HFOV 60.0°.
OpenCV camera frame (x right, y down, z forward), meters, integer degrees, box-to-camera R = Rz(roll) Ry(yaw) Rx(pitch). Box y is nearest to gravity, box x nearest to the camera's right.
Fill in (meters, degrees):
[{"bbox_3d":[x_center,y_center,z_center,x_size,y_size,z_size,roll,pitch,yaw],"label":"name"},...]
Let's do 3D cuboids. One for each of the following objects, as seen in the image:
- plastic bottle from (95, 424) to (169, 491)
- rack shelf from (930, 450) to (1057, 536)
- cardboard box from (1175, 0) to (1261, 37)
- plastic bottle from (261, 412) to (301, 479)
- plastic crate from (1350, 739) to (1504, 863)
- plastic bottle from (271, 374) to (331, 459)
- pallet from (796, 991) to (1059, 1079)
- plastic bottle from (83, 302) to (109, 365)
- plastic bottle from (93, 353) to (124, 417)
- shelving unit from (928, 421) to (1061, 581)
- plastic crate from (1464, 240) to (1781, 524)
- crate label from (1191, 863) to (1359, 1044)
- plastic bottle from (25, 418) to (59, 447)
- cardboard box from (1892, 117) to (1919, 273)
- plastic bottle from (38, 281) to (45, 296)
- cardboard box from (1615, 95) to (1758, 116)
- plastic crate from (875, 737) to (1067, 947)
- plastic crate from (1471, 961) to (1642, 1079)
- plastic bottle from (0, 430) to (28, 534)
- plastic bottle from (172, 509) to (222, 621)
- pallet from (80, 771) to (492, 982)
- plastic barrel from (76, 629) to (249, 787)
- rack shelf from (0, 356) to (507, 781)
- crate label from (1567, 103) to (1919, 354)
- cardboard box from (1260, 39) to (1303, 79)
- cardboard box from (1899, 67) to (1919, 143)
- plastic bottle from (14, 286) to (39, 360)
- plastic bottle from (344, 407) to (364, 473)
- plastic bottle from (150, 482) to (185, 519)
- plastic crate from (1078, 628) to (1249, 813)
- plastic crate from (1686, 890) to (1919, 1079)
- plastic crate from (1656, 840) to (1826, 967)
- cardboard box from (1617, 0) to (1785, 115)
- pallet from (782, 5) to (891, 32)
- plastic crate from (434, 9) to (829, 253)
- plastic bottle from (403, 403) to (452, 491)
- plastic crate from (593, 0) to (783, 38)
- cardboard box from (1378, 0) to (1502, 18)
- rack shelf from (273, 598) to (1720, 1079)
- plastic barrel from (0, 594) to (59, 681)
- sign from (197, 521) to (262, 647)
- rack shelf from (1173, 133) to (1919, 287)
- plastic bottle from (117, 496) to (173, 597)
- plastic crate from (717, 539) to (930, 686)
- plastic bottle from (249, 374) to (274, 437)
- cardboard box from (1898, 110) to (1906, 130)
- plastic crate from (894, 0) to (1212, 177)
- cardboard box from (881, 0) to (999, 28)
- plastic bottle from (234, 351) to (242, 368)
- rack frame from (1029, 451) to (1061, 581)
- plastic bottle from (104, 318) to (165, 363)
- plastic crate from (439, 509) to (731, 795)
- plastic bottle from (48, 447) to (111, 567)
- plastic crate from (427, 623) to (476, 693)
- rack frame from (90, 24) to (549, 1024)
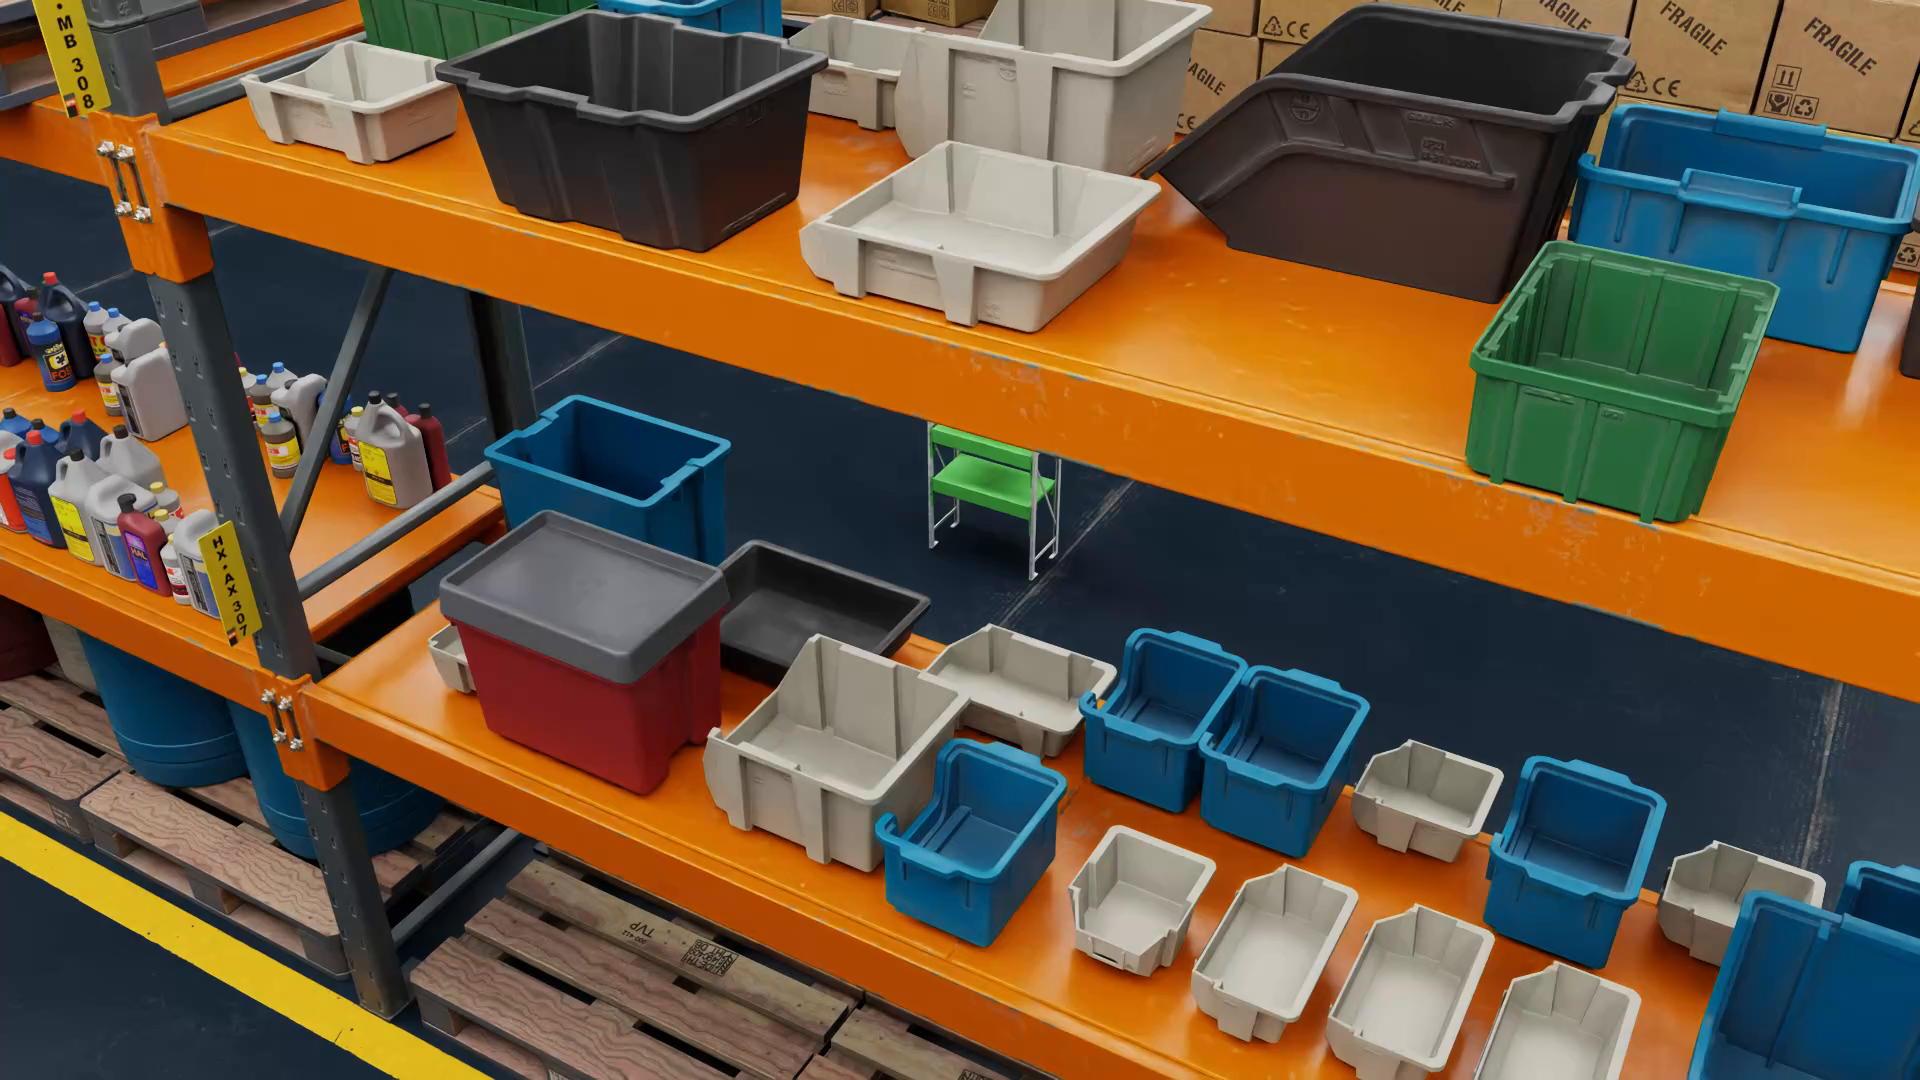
[{"bbox_3d":[-2.424,-0.182,4.862,0.185,0.351,0.144,18,37,24],"label":"plastic bottle"},{"bbox_3d":[0.144,-0.201,7.018,0.480,0.148,0.258,18,37,24],"label":"rack shelf"},{"bbox_3d":[1.195,-2.614,7.476,0.500,0.500,0.500,19,38,26],"label":"cardboard box"},{"bbox_3d":[-2.112,-0.302,5.176,0.097,0.201,0.097,0,34,0],"label":"plastic bottle"},{"bbox_3d":[1.060,0.606,3.818,0.298,0.136,0.250,18,37,24],"label":"plastic crate"},{"bbox_3d":[-2.066,-0.398,5.253,0.135,0.276,0.152,18,37,24],"label":"plastic bottle"},{"bbox_3d":[0.185,1.641,4.595,1.213,0.211,1.003,18,37,24],"label":"pallet"},{"bbox_3d":[-2.925,-0.686,5.689,0.097,0.271,0.097,0,34,0],"label":"plastic bottle"},{"bbox_3d":[-2.799,-0.519,5.503,0.097,0.201,0.097,0,34,0],"label":"plastic bottle"},{"bbox_3d":[0.144,-0.454,6.849,0.503,1.200,0.258,18,37,24],"label":"shelving unit"},{"bbox_3d":[0.939,-0.232,2.377,0.336,0.188,0.450,18,37,24],"label":"plastic crate"},{"bbox_3d":[0.641,0.858,3.439,0.243,0.136,0.396,18,37,24],"label":"crate label"},{"bbox_3d":[-2.747,-0.242,5.023,0.097,0.271,0.097,0,34,0],"label":"plastic bottle"},{"bbox_3d":[3.874,-1.355,6.488,0.500,0.500,0.500,19,38,26],"label":"cardboard box"},{"bbox_3d":[-3.177,-0.782,5.823,0.133,0.283,0.061,18,37,24],"label":"plastic bottle"},{"bbox_3d":[2.992,-1.635,6.909,0.500,0.500,0.500,18,38,25],"label":"cardboard box"},{"bbox_3d":[0.027,0.665,3.642,0.300,0.233,0.416,18,37,24],"label":"plastic crate"},{"bbox_3d":[1.139,1.010,3.211,0.243,0.136,0.396,18,37,24],"label":"plastic crate"},{"bbox_3d":[-2.793,-0.179,4.924,0.135,0.276,0.152,18,37,24],"label":"plastic bottle"},{"bbox_3d":[-2.038,0.061,4.565,0.135,0.276,0.152,18,37,24],"label":"plastic bottle"},{"bbox_3d":[-2.185,0.890,5.723,1.213,0.211,1.003,18,37,24],"label":"pallet"},{"bbox_3d":[-2.614,0.308,5.596,0.708,0.901,0.600,18,37,24],"label":"plastic barrel"},{"bbox_3d":[-3.272,-0.289,5.626,4.000,0.370,1.077,18,37,24],"label":"rack shelf"},{"bbox_3d":[1.297,-0.534,2.773,0.502,0.251,0.408,18,37,24],"label":"crate label"},{"bbox_3d":[1.679,-2.052,7.535,0.500,0.500,0.500,18,38,25],"label":"cardboard box"},{"bbox_3d":[3.875,-1.769,6.207,0.500,0.500,0.500,17,37,24],"label":"cardboard box"},{"bbox_3d":[-3.207,-0.753,5.779,0.133,0.283,0.061,18,37,24],"label":"plastic bottle"},{"bbox_3d":[-1.867,-0.321,5.205,0.097,0.201,0.097,0,34,0],"label":"plastic bottle"},{"bbox_3d":[-2.310,-0.074,4.834,0.097,0.201,0.097,0,34,0],"label":"plastic bottle"},{"bbox_3d":[0.483,0.436,3.986,0.300,0.233,0.416,18,37,24],"label":"plastic crate"},{"bbox_3d":[1.554,1.020,2.926,0.499,0.435,0.616,18,37,24],"label":"plastic crate"},{"bbox_3d":[1.649,0.792,3.538,0.298,0.136,0.250,18,37,24],"label":"plastic crate"},{"bbox_3d":[2.984,-2.047,6.626,0.500,0.500,0.500,19,38,26],"label":"cardboard box"},{"bbox_3d":[-0.857,-2.908,9.084,1.213,0.211,1.003,18,37,24],"label":"pallet"},{"bbox_3d":[-0.593,-0.759,3.095,0.590,0.269,0.497,18,37,24],"label":"plastic crate"},{"bbox_3d":[-1.642,-0.296,5.093,0.133,0.283,0.061,18,37,24],"label":"plastic bottle"},{"bbox_3d":[-0.587,-1.120,3.671,0.300,0.233,0.416,18,37,24],"label":"plastic crate"},{"bbox_3d":[2.089,-2.330,7.051,0.500,0.500,0.500,16,37,23],"label":"cardboard box"},{"bbox_3d":[0.201,0.811,3.974,4.000,0.370,1.077,18,37,24],"label":"rack shelf"},{"bbox_3d":[-3.595,0.128,6.149,0.708,0.588,0.600,18,37,24],"label":"plastic barrel"},{"bbox_3d":[-1.810,0.111,4.128,0.005,0.325,0.100,18,37,24],"label":"sign"},{"bbox_3d":[2.662,-1.571,7.552,4.000,0.370,1.077,18,37,24],"label":"rack shelf"},{"bbox_3d":[-2.262,0.016,4.625,0.133,0.283,0.061,18,37,24],"label":"plastic bottle"},{"bbox_3d":[-0.430,0.230,4.393,0.590,0.125,0.437,18,37,24],"label":"plastic crate"},{"bbox_3d":[-2.238,-0.439,5.382,0.097,0.201,0.097,0,34,0],"label":"plastic bottle"},{"bbox_3d":[4.144,-1.611,6.873,0.500,0.500,0.500,18,38,25],"label":"cardboard box"},{"bbox_3d":[0.166,-0.895,3.289,0.530,0.282,0.437,18,37,24],"label":"plastic crate"},{"bbox_3d":[-0.003,-3.034,8.630,0.500,0.500,0.700,24,41,32],"label":"cardboard box"},{"bbox_3d":[-2.413,-0.540,5.460,0.133,0.283,0.061,18,37,24],"label":"plastic bottle"},{"bbox_3d":[0.356,-0.387,6.748,0.015,1.200,0.240,18,37,24],"label":"rack frame"},{"bbox_3d":[-2.754,-0.616,5.580,0.135,0.276,0.152,18,37,24],"label":"plastic bottle"},{"bbox_3d":[-0.885,0.276,4.017,0.583,0.464,0.402,18,37,24],"label":"plastic crate"},{"bbox_3d":[-2.496,-0.113,4.758,0.185,0.351,0.144,18,37,24],"label":"plastic bottle"},{"bbox_3d":[-1.202,0.243,4.362,0.243,0.136,0.396,18,37,24],"label":"plastic crate"},{"bbox_3d":[-1.536,-0.038,4.601,0.127,3.000,1.000,18,37,24],"label":"rack frame"}]
